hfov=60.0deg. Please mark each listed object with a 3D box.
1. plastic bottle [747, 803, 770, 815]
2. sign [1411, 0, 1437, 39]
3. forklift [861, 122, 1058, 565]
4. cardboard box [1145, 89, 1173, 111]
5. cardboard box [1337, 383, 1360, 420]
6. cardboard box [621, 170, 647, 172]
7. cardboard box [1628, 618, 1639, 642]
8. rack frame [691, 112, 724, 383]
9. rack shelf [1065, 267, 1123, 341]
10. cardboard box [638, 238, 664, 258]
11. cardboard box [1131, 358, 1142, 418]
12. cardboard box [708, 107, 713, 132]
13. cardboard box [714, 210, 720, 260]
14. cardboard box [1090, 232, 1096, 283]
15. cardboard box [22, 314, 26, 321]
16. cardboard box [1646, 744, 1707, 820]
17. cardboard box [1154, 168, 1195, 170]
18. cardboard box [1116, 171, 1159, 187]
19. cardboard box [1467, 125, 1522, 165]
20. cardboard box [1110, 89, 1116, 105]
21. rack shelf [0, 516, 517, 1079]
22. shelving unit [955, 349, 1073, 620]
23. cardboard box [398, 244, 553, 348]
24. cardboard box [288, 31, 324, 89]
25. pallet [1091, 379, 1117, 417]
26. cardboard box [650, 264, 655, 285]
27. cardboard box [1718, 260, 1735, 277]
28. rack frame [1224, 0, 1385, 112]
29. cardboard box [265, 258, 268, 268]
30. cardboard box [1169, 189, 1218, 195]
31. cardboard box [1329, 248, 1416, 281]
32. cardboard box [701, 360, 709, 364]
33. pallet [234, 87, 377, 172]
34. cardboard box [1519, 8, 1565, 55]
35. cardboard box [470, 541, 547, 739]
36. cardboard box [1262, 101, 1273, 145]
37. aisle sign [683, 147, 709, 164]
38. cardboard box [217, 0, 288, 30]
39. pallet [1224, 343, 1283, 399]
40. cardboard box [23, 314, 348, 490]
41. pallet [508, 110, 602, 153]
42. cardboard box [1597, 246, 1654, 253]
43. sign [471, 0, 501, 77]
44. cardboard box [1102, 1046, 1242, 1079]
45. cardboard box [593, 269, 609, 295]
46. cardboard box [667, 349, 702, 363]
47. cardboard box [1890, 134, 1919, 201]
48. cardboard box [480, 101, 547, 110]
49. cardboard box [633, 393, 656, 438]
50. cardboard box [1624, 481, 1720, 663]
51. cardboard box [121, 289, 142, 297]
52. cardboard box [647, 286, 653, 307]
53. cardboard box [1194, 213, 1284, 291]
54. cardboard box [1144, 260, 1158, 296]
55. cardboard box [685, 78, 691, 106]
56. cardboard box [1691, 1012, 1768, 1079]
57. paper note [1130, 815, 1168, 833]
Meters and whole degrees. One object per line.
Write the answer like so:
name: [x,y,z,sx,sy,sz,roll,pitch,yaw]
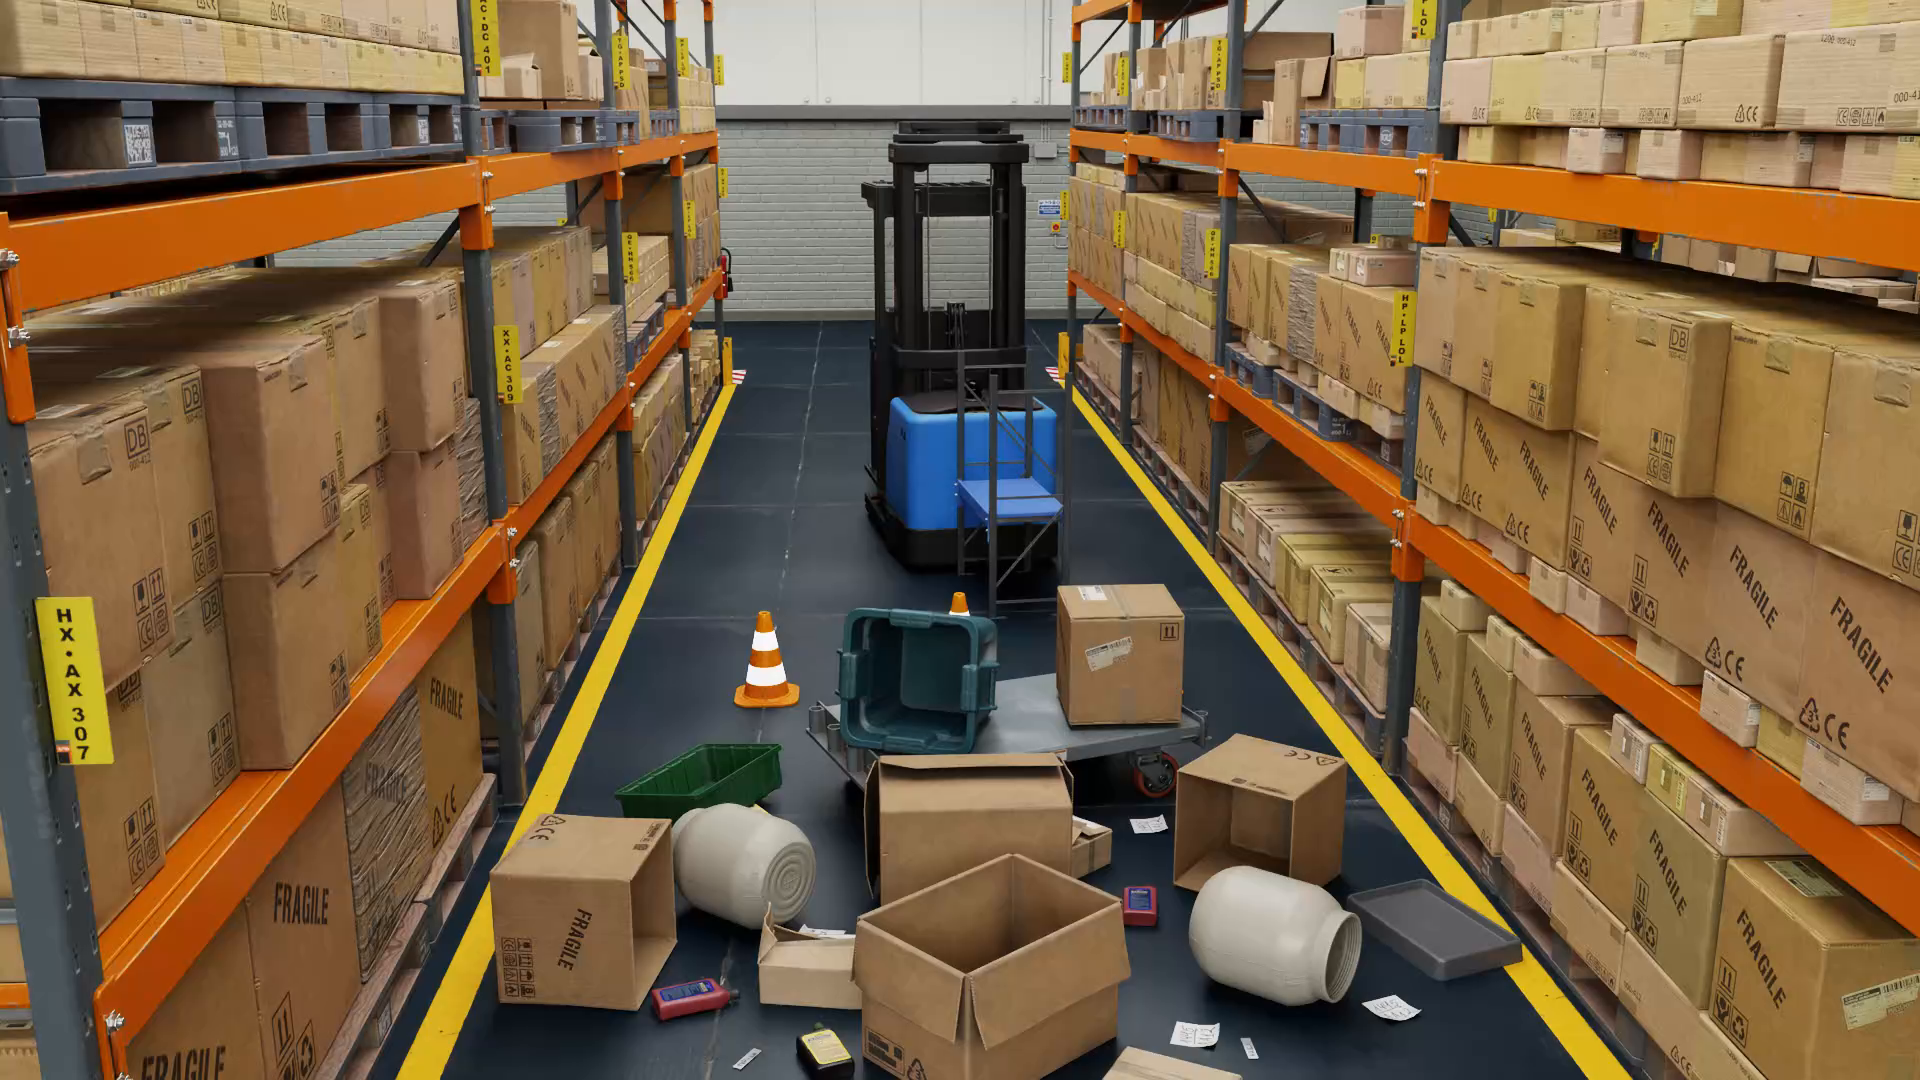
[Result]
plastic bottle: [-0.921,1.201,7.234,0.133,0.061,0.283,-9,17,-32]
sign: [1.936,-2.253,6.915,0.100,0.325,0.005,-1,14,-3]
forklift: [-0.119,-1.574,12.260,1.130,2.935,3.031,-3,15,-11]
cardboard box: [1.723,-3.581,13.531,0.380,0.166,0.250,-2,15,-7]
cardboard box: [2.131,-0.703,8.402,0.380,0.149,0.250,-1,14,-4]
cardboard box: [-3.295,-3.302,16.036,0.500,0.500,0.500,-1,14,-2]
cardboard box: [2.425,0.278,5.431,0.380,0.149,0.250,-1,14,-3]
rack frame: [-3.188,-3.251,18.644,1.000,3.000,0.127,-1,14,-3]
rack shelf: [1.870,-2.507,17.195,1.077,0.370,4.000,-1,14,-3]
cardboard box: [-2.703,-2.463,14.046,0.380,0.149,0.250,-1,14,-5]
cardboard box: [2.062,-1.479,16.052,0.875,0.438,0.875,-1,14,-4]
cardboard box: [-2.857,-4.396,17.372,0.500,0.250,0.500,-1,14,-3]
cardboard box: [-2.904,-3.336,18.175,0.500,0.500,0.500,-1,14,-2]
cardboard box: [1.609,-2.901,17.081,0.500,0.500,0.500,0,14,-2]
cardboard box: [-7.506,-1.764,12.661,0.500,0.500,0.500,-1,14,-3]
cardboard box: [2.325,0.729,5.041,0.380,0.149,0.250,-1,14,-3]
cardboard box: [2.158,-3.667,16.748,0.380,0.149,0.250,-1,14,-3]
cardboard box: [1.710,-3.469,15.979,0.380,0.149,0.250,-1,14,-4]
cardboard box: [2.222,-1.552,6.524,0.380,0.149,0.250,-1,14,-3]
cardboard box: [1.618,-4.161,15.618,0.380,0.149,0.250,-1,14,-2]
rack shelf: [-2.321,0.579,5.201,1.077,0.370,4.000,-1,14,-3]
shelving unit: [0.326,-0.379,10.488,0.538,1.500,1.048,-3,15,-11]
cardboard box: [-2.576,-1.302,8.861,0.700,0.500,0.500,-1,14,-4]
cardboard box: [-1.993,-1.322,4.587,0.380,0.149,0.250,-1,14,-3]
pallet: [1.946,-1.502,17.441,1.003,0.211,1.213,-1,14,-3]
cardboard box: [-2.653,-2.127,13.336,0.380,0.149,0.250,-2,15,-6]
cardboard box: [6.651,-2.223,14.072,0.396,0.266,0.258,0,14,-1]
rack frame: [2.242,-4.269,10.558,1.000,3.000,0.127,-1,14,-3]
cardboard box: [-7.794,-2.995,18.150,0.380,0.149,0.250,-1,14,-2]
cardboard box: [2.206,-3.013,15.510,0.500,0.500,0.500,-1,14,-3]
cardboard box: [2.139,-1.429,8.618,0.380,0.149,0.250,-2,15,-6]
cardboard box: [-2.795,-1.769,17.165,0.380,0.149,0.250,0,14,-1]
pallet: [-2.332,-1.170,4.714,1.003,0.211,1.213,-1,14,-3]
cardboard box: [2.225,-1.807,5.912,0.380,0.149,0.250,-1,14,-4]
cardboard box: [-2.573,0.466,7.867,1.050,0.750,0.750,-1,14,-4]
cardboard box: [2.107,-2.607,10.387,0.396,0.266,0.258,-1,14,-3]
aisle sign: [-2.893,-4.533,18.408,0.394,0.787,0.004,-1,14,-3]
cardboard box: [-2.035,-1.424,4.181,0.500,0.250,0.500,-1,14,-4]
pallet: [2.392,-1.095,10.647,1.213,0.211,1.003,-1,14,-3]
cardboard box: [-2.369,-0.367,4.966,0.875,0.550,0.500,-1,14,-3]
pallet: [-2.528,-2.186,8.861,1.003,0.211,1.213,0,14,-1]
cardboard box: [6.627,-2.754,16.416,0.500,0.250,0.500,-1,14,-3]
sign: [-1.891,-2.017,6.631,0.100,0.325,0.005,-1,14,-3]
cardboard box: [0.640,1.712,5.073,0.380,0.149,0.250,7,16,26]
cardboard box: [-2.528,-1.751,11.278,0.380,0.149,0.250,-1,14,-3]
cardboard box: [-2.826,-1.845,16.863,0.380,0.149,0.250,-1,14,-3]
cardboard box: [2.388,-0.851,3.797,0.380,0.149,0.250,-1,14,-3]
cardboard box: [-2.982,-2.901,11.061,0.500,0.500,0.500,-1,14,-3]
cardboard box: [-2.525,-0.919,12.248,0.500,0.250,0.500,-1,14,-4]
cardboard box: [2.375,0.054,4.999,0.500,0.500,0.500,-1,14,-4]
cardboard box: [-7.584,-2.162,14.914,0.380,0.149,0.250,-1,14,-3]
cardboard box: [-2.634,-1.919,13.125,0.380,0.149,0.250,0,14,-1]
cardboard box: [1.948,-2.021,11.652,0.500,0.500,0.500,-1,14,-5]
cardboard box: [1.805,-2.159,13.694,0.500,0.250,0.500,-1,14,-3]
cardboard box: [-2.757,-4.126,15.321,0.500,0.250,0.500,-1,14,-4]
cardboard box: [2.417,1.552,4.651,0.500,0.250,0.500,-1,14,-4]
paper note: [0.819,1.227,7.194,0.148,0.019,0.142,-1,14,-3]
